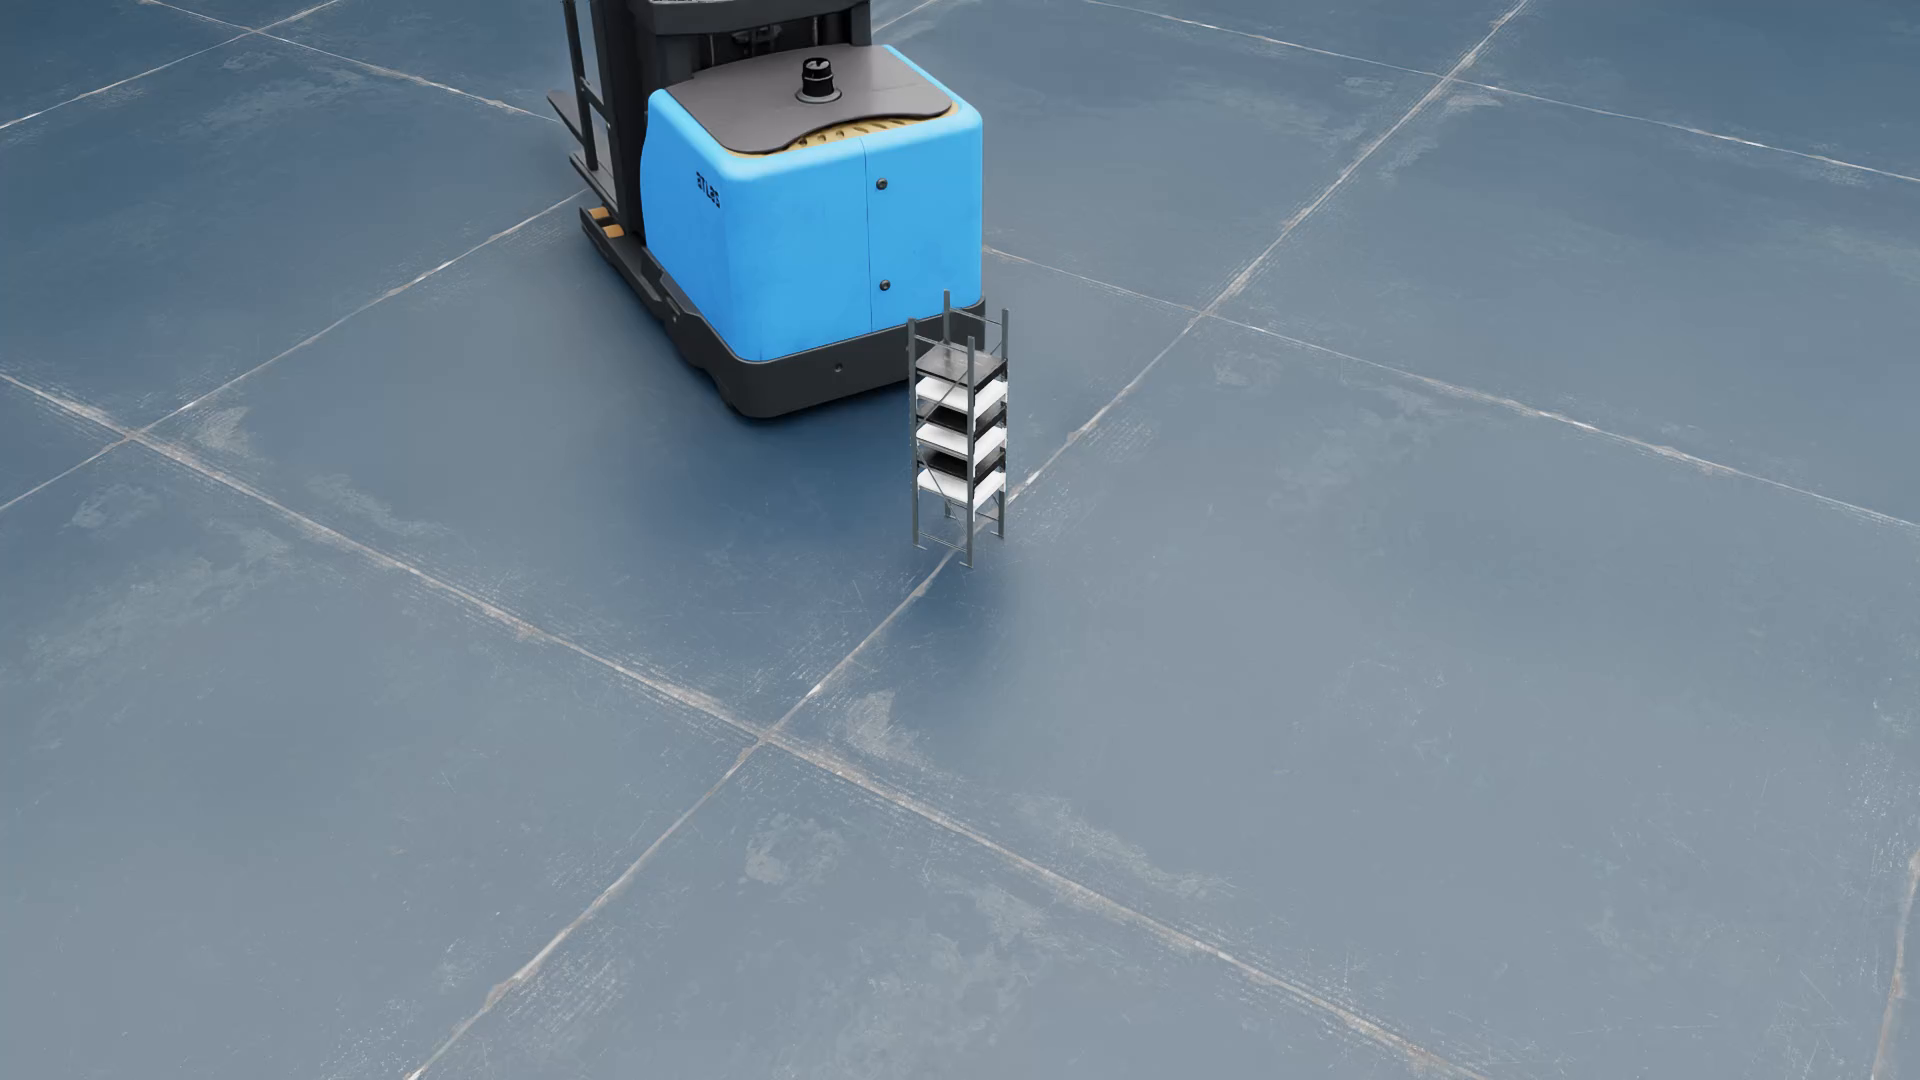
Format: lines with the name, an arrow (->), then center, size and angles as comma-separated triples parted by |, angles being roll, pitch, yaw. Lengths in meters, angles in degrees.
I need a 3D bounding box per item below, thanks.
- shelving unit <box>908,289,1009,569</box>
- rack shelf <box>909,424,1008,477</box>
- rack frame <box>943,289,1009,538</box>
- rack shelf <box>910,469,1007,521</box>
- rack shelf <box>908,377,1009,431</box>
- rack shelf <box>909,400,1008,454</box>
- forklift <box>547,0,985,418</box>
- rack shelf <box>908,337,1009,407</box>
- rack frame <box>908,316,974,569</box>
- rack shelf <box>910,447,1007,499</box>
shelving unit -> -0.004, -0.352, 5.470 | 0.258, 0.900, 0.210 | 21, 42, 25
rack shelf -> -0.004, -0.326, 5.490 | 0.258, 0.077, 0.200 | 21, 42, 25
rack frame -> 0.050, -0.405, 5.538 | 0.240, 0.900, 0.006 | 21, 42, 25
rack shelf -> -0.004, -0.183, 5.600 | 0.258, 0.077, 0.200 | 21, 42, 25
rack shelf -> -0.004, -0.468, 5.380 | 0.258, 0.077, 0.200 | 21, 42, 25
rack shelf -> -0.004, -0.397, 5.435 | 0.258, 0.077, 0.200 | 21, 42, 25
forklift -> -1.044, -2.501, 6.594 | 1.130, 2.935, 3.031 | -18, 41, -22
rack shelf -> -0.004, -0.540, 5.325 | 0.258, 0.077, 0.200 | 21, 42, 25
rack frame -> -0.059, -0.300, 5.402 | 0.240, 0.900, 0.006 | 21, 42, 25
rack shelf -> -0.004, -0.255, 5.545 | 0.258, 0.077, 0.200 | 21, 42, 25
